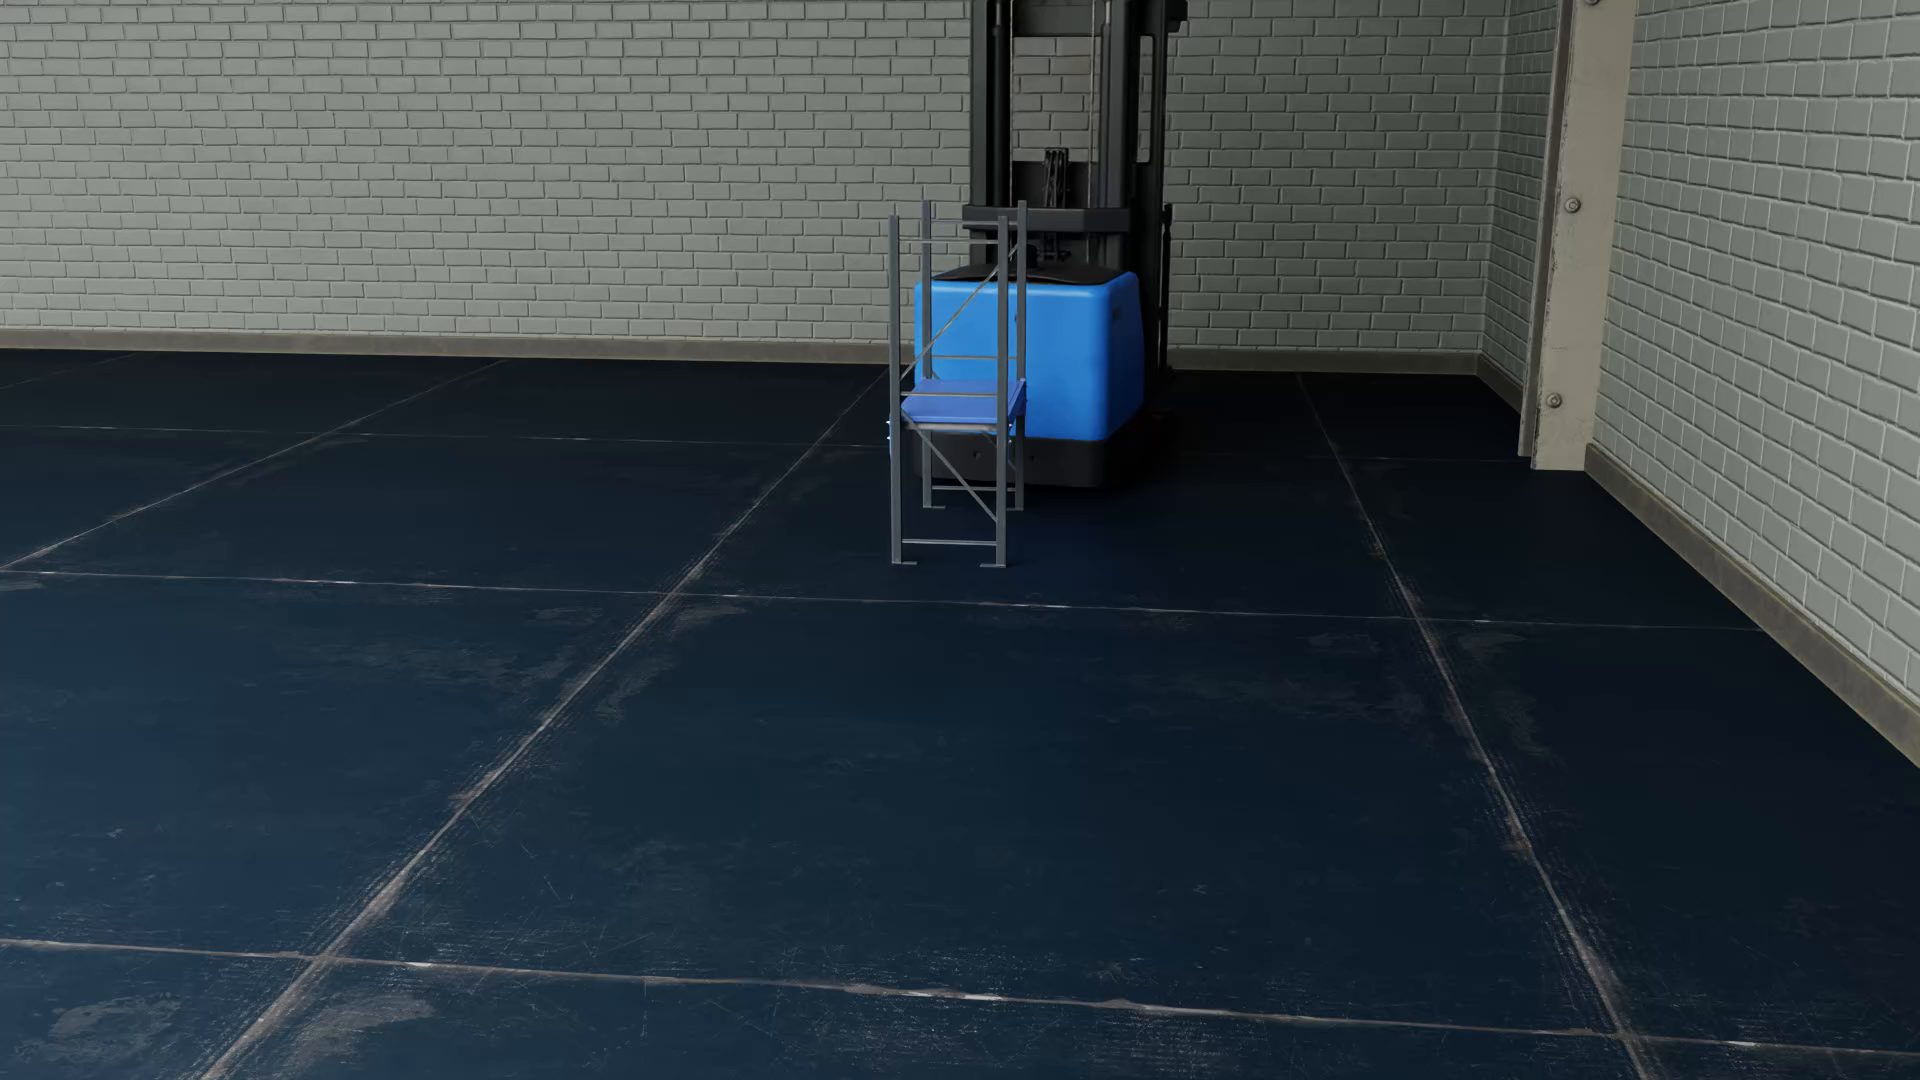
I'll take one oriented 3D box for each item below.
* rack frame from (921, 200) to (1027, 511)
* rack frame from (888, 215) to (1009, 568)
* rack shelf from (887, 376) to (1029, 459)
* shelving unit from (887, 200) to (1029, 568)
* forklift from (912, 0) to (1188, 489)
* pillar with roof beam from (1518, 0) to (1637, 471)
[{"bbox_3d":[0.067,-0.878,8.036,0.500,1.500,0.032,2,15,6],"label":"rack frame"},{"bbox_3d":[-0.048,-0.614,7.061,0.500,1.500,0.032,2,15,6],"label":"rack frame"},{"bbox_3d":[0.010,-0.572,7.595,0.538,0.185,1.000,2,15,6],"label":"rack shelf"},{"bbox_3d":[0.010,-0.746,7.548,0.538,1.500,1.048,2,15,6],"label":"shelving unit"},{"bbox_3d":[0.658,-2.017,9.505,1.130,2.935,3.031,4,16,16],"label":"forklift"},{"bbox_3d":[-0.971,-4.905,8.562,9.100,9.000,0.400,2,15,6],"label":"pillar with roof beam"}]
